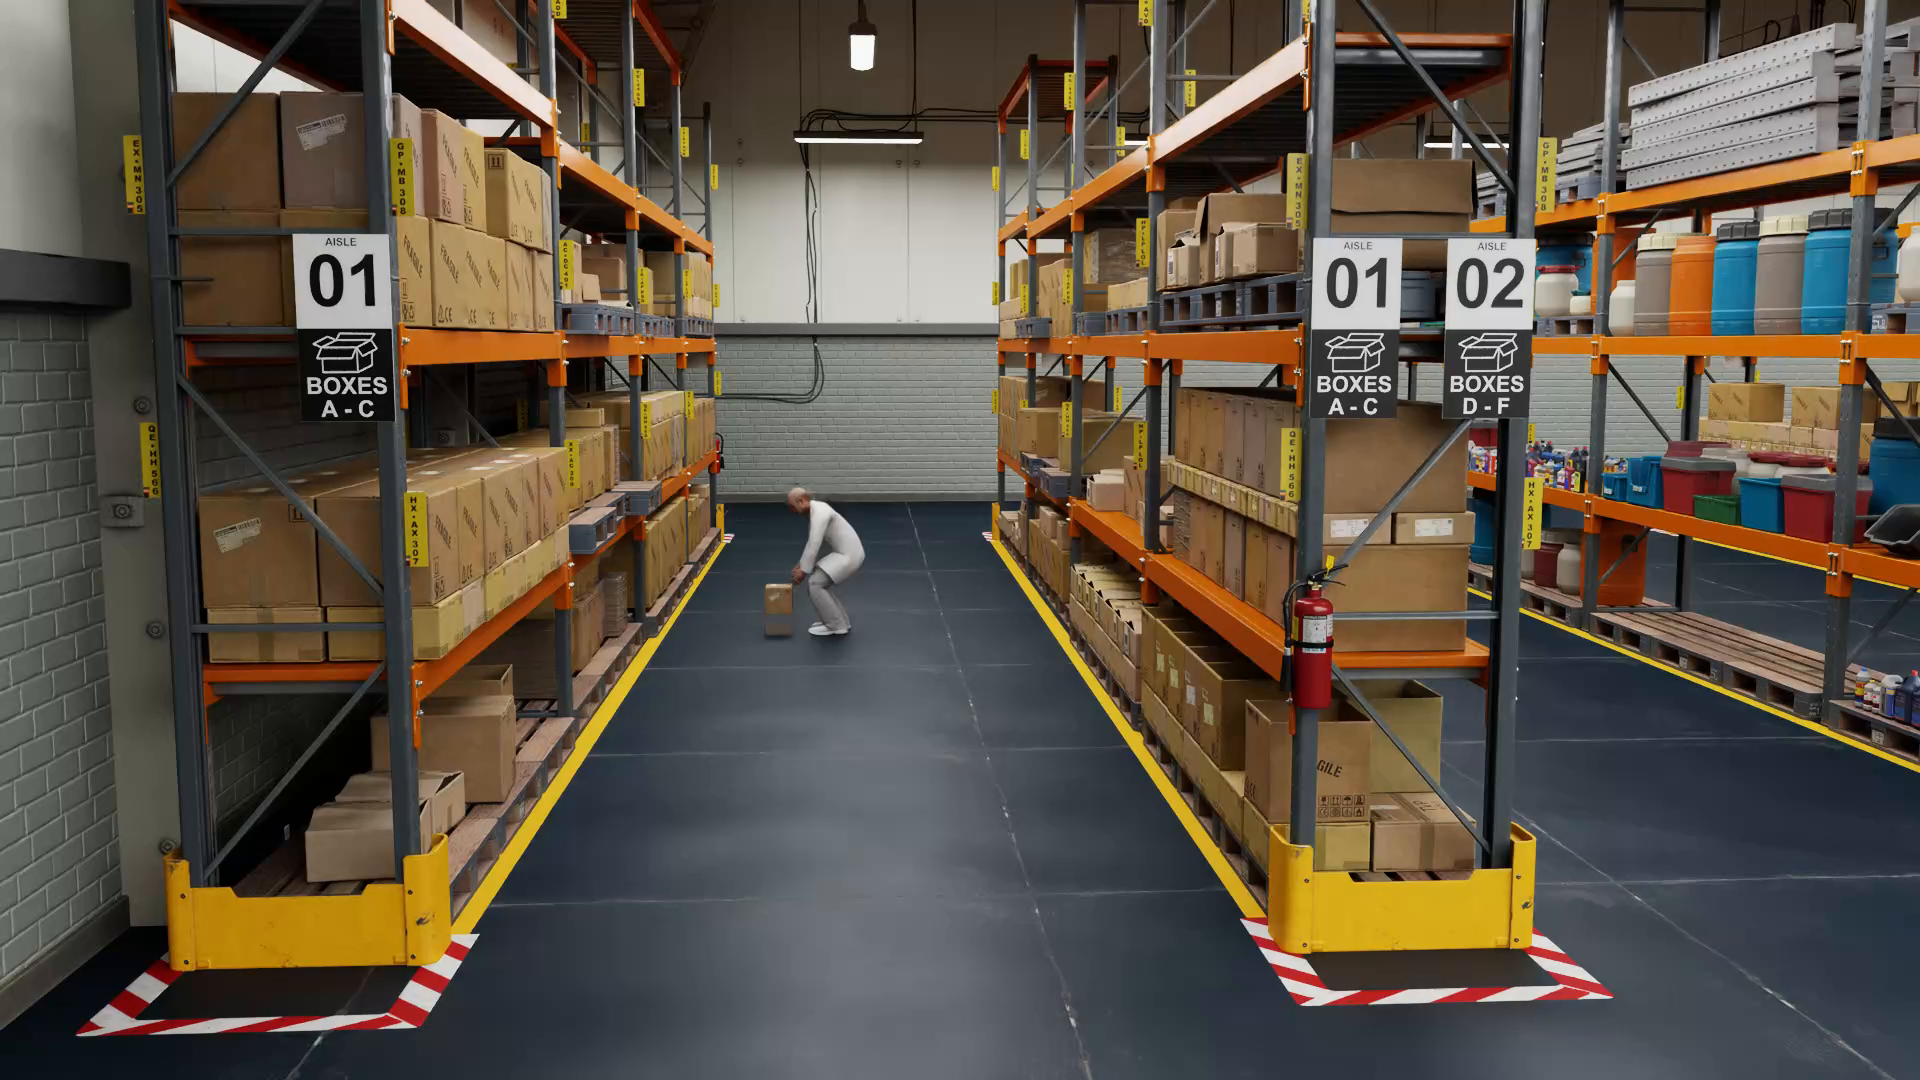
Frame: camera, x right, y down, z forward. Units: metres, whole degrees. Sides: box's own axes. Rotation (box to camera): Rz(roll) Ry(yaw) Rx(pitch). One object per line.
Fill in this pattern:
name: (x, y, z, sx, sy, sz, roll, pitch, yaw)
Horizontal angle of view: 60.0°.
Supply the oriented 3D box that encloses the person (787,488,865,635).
person: (-1.269, 0.194, 15.805, 0.734, 1.395, 0.632, 0, 7, -4)
